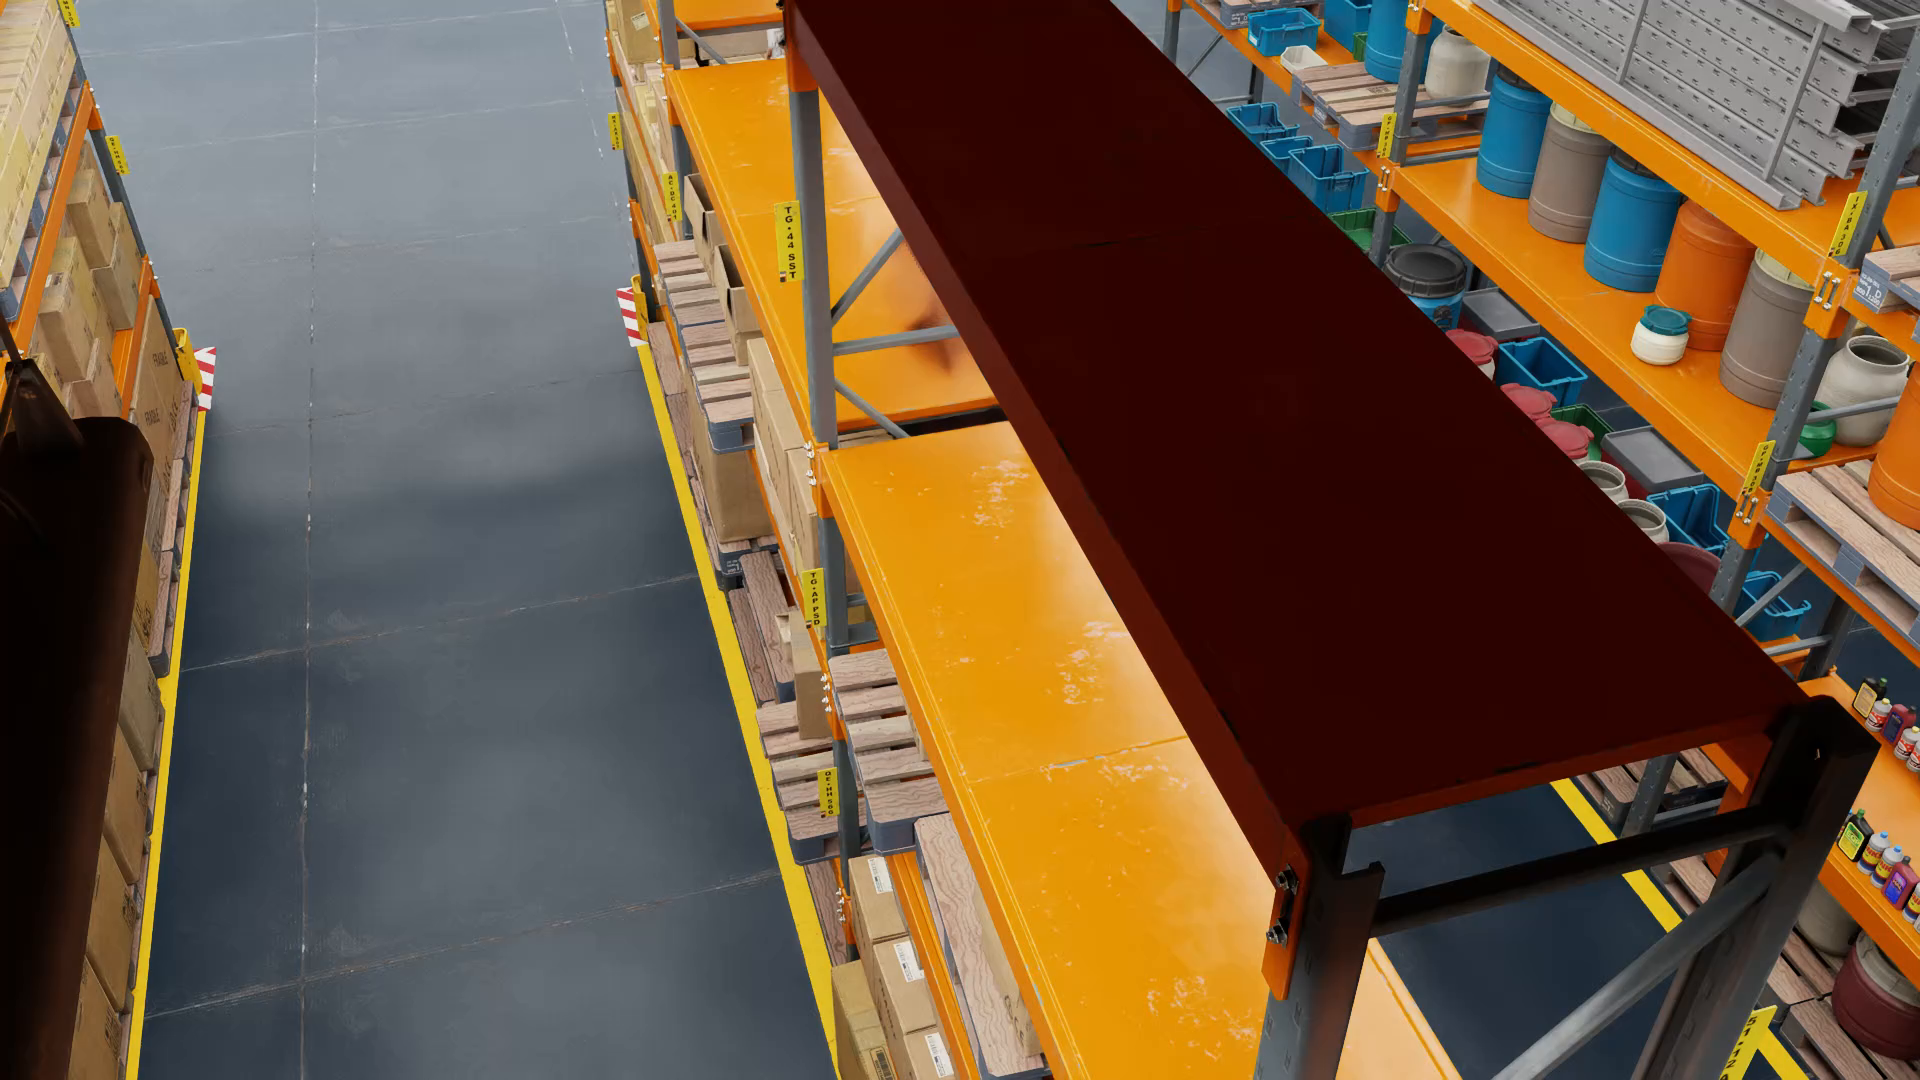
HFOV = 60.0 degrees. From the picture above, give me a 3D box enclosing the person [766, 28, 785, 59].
[{"bbox_3d":[-1.996,-5.064,17.852,0.860,1.767,0.660,6,39,8],"label":"person"}]
